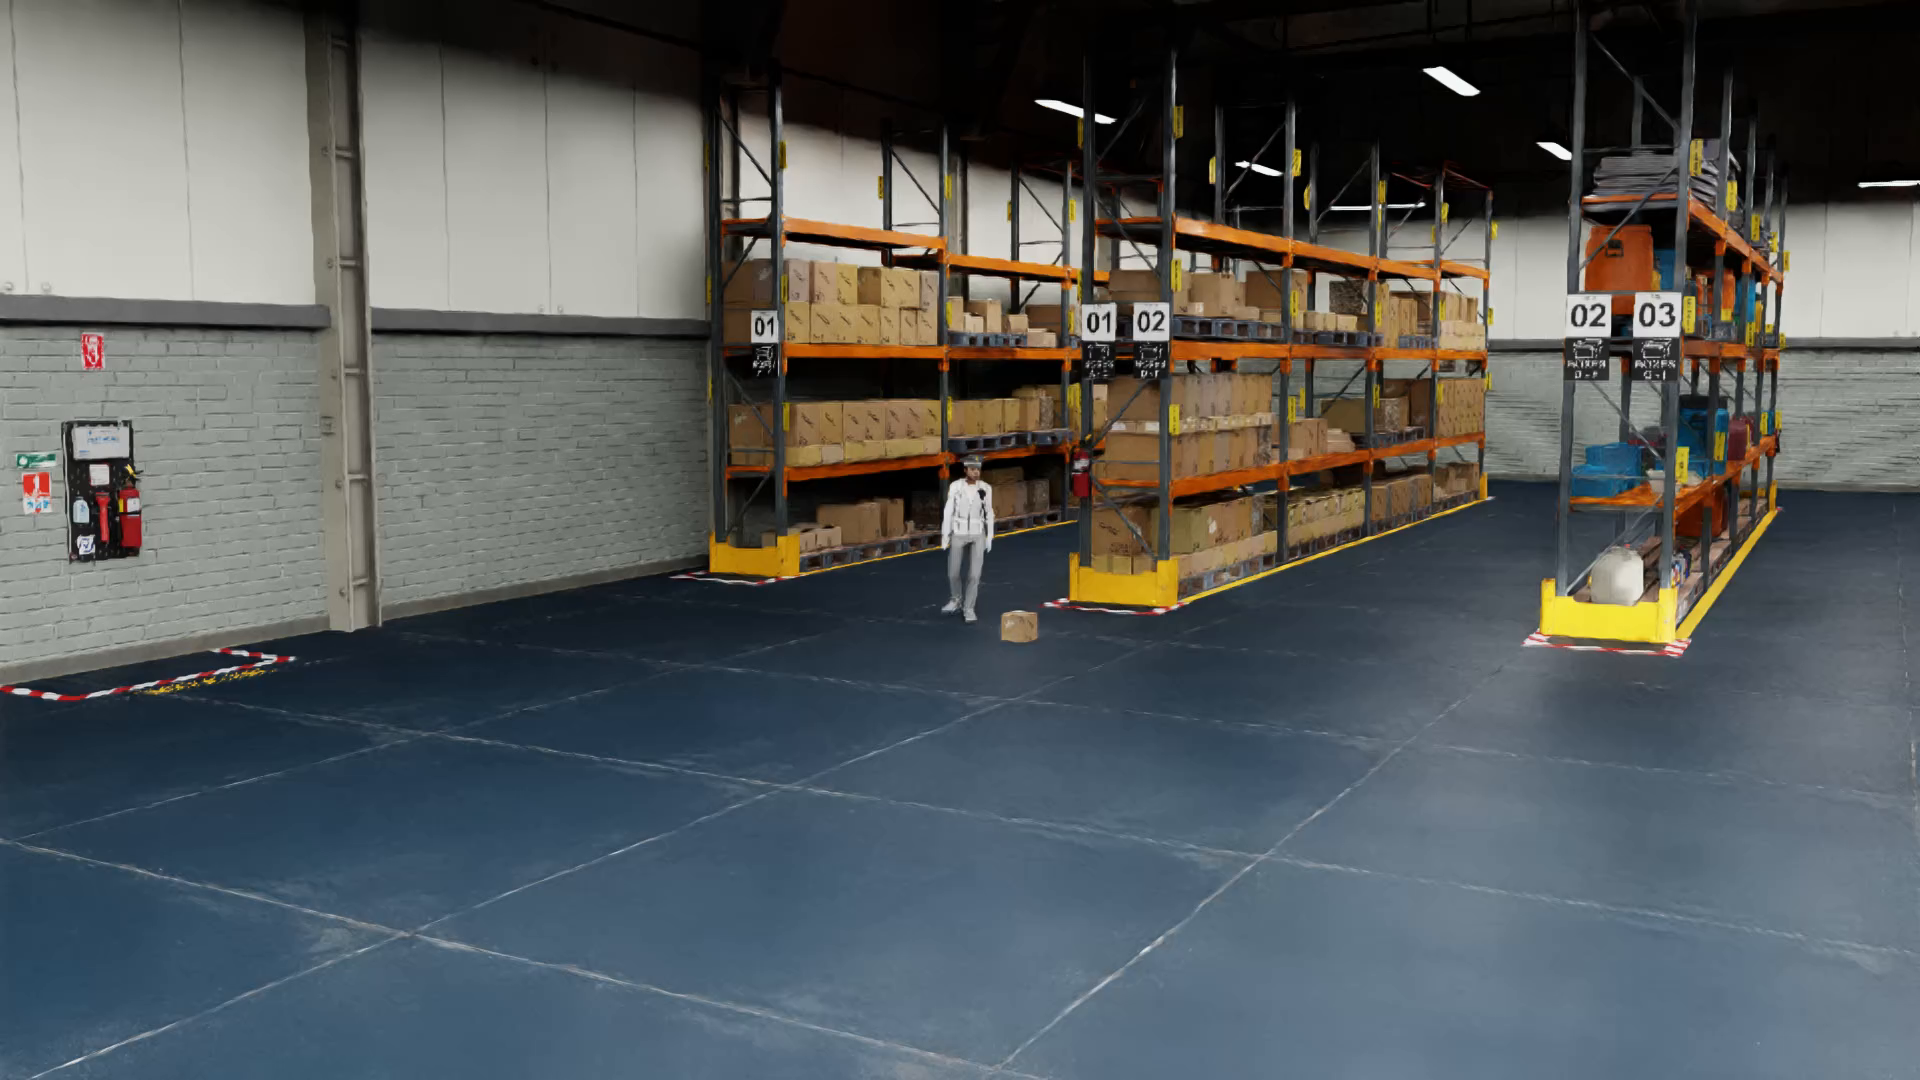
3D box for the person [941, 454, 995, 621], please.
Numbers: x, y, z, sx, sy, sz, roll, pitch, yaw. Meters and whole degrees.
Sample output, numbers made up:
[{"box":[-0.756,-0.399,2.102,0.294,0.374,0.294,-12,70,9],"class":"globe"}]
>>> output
[{"box":[0.080,-0.040,16.713,0.534,1.670,0.526,0,6,-1],"class":"person"}]
